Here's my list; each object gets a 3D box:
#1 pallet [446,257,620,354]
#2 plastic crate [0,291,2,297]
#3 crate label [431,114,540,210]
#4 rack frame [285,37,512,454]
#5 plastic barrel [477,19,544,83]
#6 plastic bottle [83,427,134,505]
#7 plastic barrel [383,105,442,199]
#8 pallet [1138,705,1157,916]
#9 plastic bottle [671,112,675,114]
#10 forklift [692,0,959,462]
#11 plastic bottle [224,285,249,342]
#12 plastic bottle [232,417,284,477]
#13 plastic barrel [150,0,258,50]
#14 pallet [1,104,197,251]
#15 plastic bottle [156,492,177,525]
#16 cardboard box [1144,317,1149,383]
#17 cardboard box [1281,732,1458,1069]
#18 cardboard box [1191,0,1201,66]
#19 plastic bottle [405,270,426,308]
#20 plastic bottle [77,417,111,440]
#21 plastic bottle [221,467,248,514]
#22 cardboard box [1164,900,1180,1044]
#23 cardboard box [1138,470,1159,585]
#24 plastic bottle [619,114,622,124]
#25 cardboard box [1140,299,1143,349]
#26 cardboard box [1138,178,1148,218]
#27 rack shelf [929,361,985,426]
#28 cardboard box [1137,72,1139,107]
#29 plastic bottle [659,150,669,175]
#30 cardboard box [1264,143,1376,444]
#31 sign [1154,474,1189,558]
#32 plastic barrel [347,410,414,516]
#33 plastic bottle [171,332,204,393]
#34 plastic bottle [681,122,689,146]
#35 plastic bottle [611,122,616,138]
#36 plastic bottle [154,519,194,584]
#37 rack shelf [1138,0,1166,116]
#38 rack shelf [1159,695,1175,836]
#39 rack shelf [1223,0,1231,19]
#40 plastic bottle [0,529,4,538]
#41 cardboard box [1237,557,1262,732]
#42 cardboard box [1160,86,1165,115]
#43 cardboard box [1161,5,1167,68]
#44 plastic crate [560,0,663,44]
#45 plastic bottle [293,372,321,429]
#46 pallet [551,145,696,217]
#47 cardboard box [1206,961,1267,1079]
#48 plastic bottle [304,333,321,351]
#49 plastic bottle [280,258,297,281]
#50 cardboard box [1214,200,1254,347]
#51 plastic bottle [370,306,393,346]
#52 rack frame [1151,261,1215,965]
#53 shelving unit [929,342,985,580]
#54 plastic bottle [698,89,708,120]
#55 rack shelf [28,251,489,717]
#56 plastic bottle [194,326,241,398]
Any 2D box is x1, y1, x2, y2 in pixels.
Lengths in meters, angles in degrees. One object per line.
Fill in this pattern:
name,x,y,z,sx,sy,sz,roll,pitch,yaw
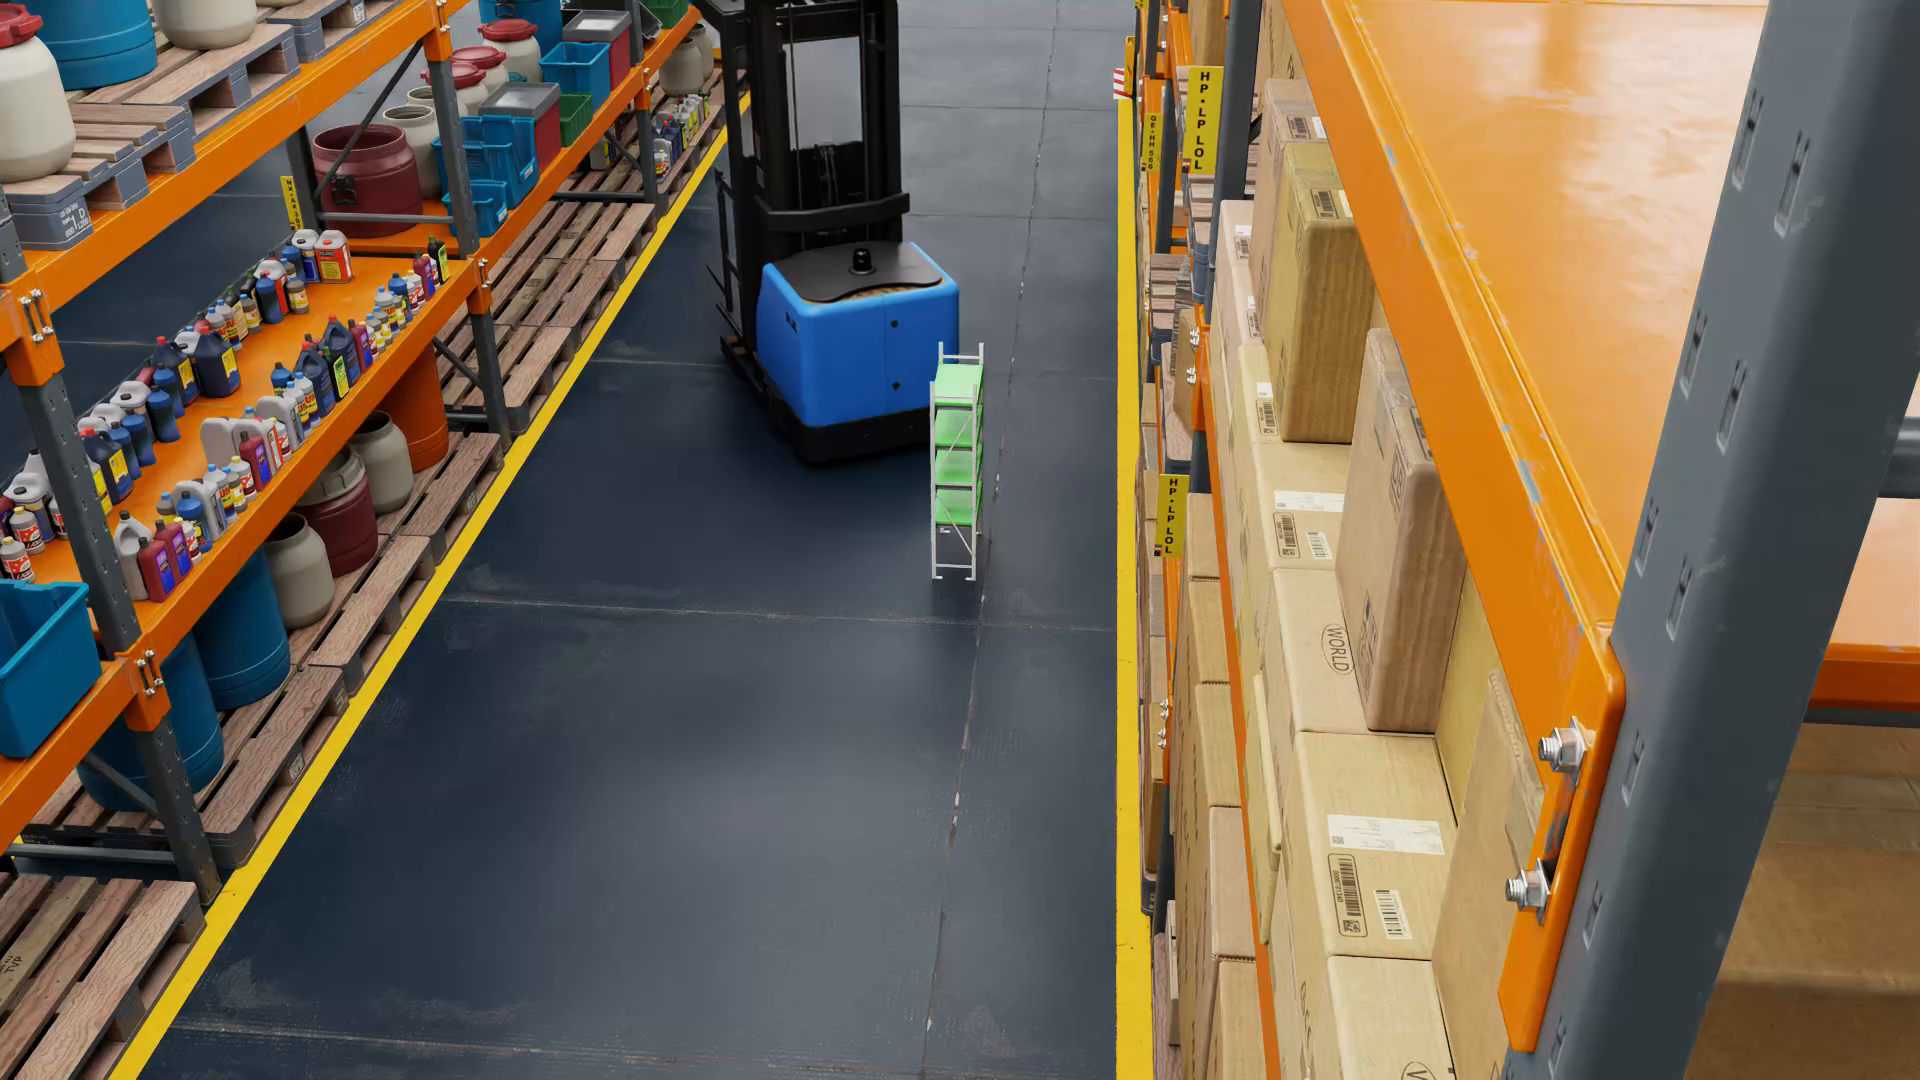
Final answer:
pallet,-3.129,-1.724,12.126,1.003,0.211,1.213,2,32,4
plastic crate,-3.392,-0.732,5.202,0.450,0.188,0.662,2,32,4
crate label,-2.983,-2.394,10.522,0.502,0.435,0.616,2,32,4
rack frame,-3.333,-1.871,9.707,1.000,3.000,0.127,2,32,4
plastic barrel,-3.304,-3.530,12.269,0.433,0.535,0.433,0,32,0
plastic bottle,-3.751,-0.344,7.276,0.144,0.351,0.185,2,32,4
plastic barrel,-3.462,-2.466,10.566,0.421,0.512,0.421,0,32,0
pallet,1.307,1.194,7.391,1.003,0.211,1.213,2,32,4
plastic bottle,-2.587,-3.764,15.026,0.097,0.201,0.097,0,32,0
forklift,-1.018,-2.484,10.767,1.130,2.935,3.031,-12,34,-19
plastic bottle,-3.803,-1.178,8.694,0.061,0.283,0.133,2,32,4
plastic bottle,-3.166,-0.437,7.498,0.152,0.276,0.135,2,32,4
plastic barrel,-3.327,-2.451,7.260,0.433,0.535,0.433,0,32,0
pallet,-3.692,-1.390,6.248,1.213,0.211,1.003,2,32,4
plastic bottle,-3.337,-0.108,7.035,0.097,0.201,0.097,0,32,0
cardboard box,1.401,-1.189,10.286,0.500,0.311,0.500,3,32,5
cardboard box,0.780,0.559,2.572,0.500,0.250,0.500,2,32,4
cardboard box,1.560,-2.481,7.742,0.910,0.500,0.500,2,32,4
plastic bottle,-2.987,-1.377,9.094,0.097,0.201,0.097,0,32,0
plastic bottle,-3.878,-0.401,7.441,0.152,0.276,0.135,2,32,4
plastic bottle,-3.167,-0.222,7.221,0.097,0.201,0.097,0,32,0
cardboard box,1.028,1.602,6.216,0.500,0.311,0.500,2,32,4
cardboard box,1.199,-0.019,8.665,0.500,0.500,0.500,2,32,3
plastic bottle,-3.168,-3.966,15.288,0.097,0.271,0.097,0,32,0
cardboard box,1.486,-1.484,11.299,0.500,0.250,0.500,3,32,5
cardboard box,1.601,-2.529,12.461,0.500,0.311,0.500,2,32,3
rack shelf,-0.013,-0.778,8.857,0.258,0.148,0.480,2,32,4
cardboard box,1.953,-4.316,15.896,0.500,0.250,0.500,2,32,4
plastic bottle,-2.528,-3.213,14.133,0.097,0.201,0.097,0,32,0
cardboard box,1.060,-0.538,3.637,0.700,0.500,0.500,2,32,4
sign,0.725,-0.081,5.698,0.100,0.325,0.005,2,32,4
plastic barrel,-3.313,-0.435,9.348,0.421,0.512,0.421,0,32,0
plastic bottle,-3.803,-0.881,8.218,0.152,0.276,0.135,2,32,4
plastic bottle,-2.466,-3.609,14.775,0.097,0.201,0.097,0,32,0
plastic bottle,-3.096,-3.621,14.717,0.061,0.283,0.133,2,32,4
plastic bottle,-3.193,0.027,6.739,0.061,0.283,0.133,2,32,4
rack shelf,2.092,-4.489,14.641,1.077,0.370,4.000,2,32,4
rack shelf,1.115,1.786,4.459,1.077,0.370,4.000,2,32,4
rack shelf,1.441,-2.689,6.384,1.077,0.370,4.000,2,32,4
plastic bottle,-3.967,0.023,6.823,0.097,0.201,0.097,0,32,0
cardboard box,0.867,0.249,3.551,0.500,0.250,0.500,2,32,4
cardboard box,1.653,-3.188,12.083,0.380,0.149,0.250,2,32,4
cardboard box,1.959,-4.024,13.106,0.700,0.500,0.500,2,32,3
plastic crate,-2.838,-4.205,13.553,0.767,0.338,0.504,2,32,4
plastic bottle,-3.102,-0.666,7.875,0.097,0.271,0.097,0,32,0
pallet,-2.911,-3.125,14.400,1.003,0.211,1.213,2,32,4
cardboard box,0.792,1.277,3.550,0.500,0.500,0.500,3,32,5
plastic bottle,-3.192,-0.904,8.248,0.061,0.283,0.133,2,32,4
plastic bottle,-3.735,-1.464,9.236,0.097,0.201,0.097,0,32,0
cardboard box,0.991,-0.748,4.693,0.500,0.250,0.500,2,32,4
plastic bottle,-3.027,-1.122,8.681,0.097,0.201,0.097,0,32,0
rack frame,1.278,0.434,5.967,1.000,3.000,0.127,2,32,4
shelving unit,-0.013,-0.424,9.075,0.258,1.200,0.503,2,32,4
plastic bottle,-2.386,-4.044,15.403,0.061,0.283,0.133,3,32,5
rack shelf,-3.496,-0.519,8.199,1.077,0.370,4.000,2,32,4
plastic bottle,-3.658,-0.893,8.167,0.144,0.351,0.185,2,32,4
